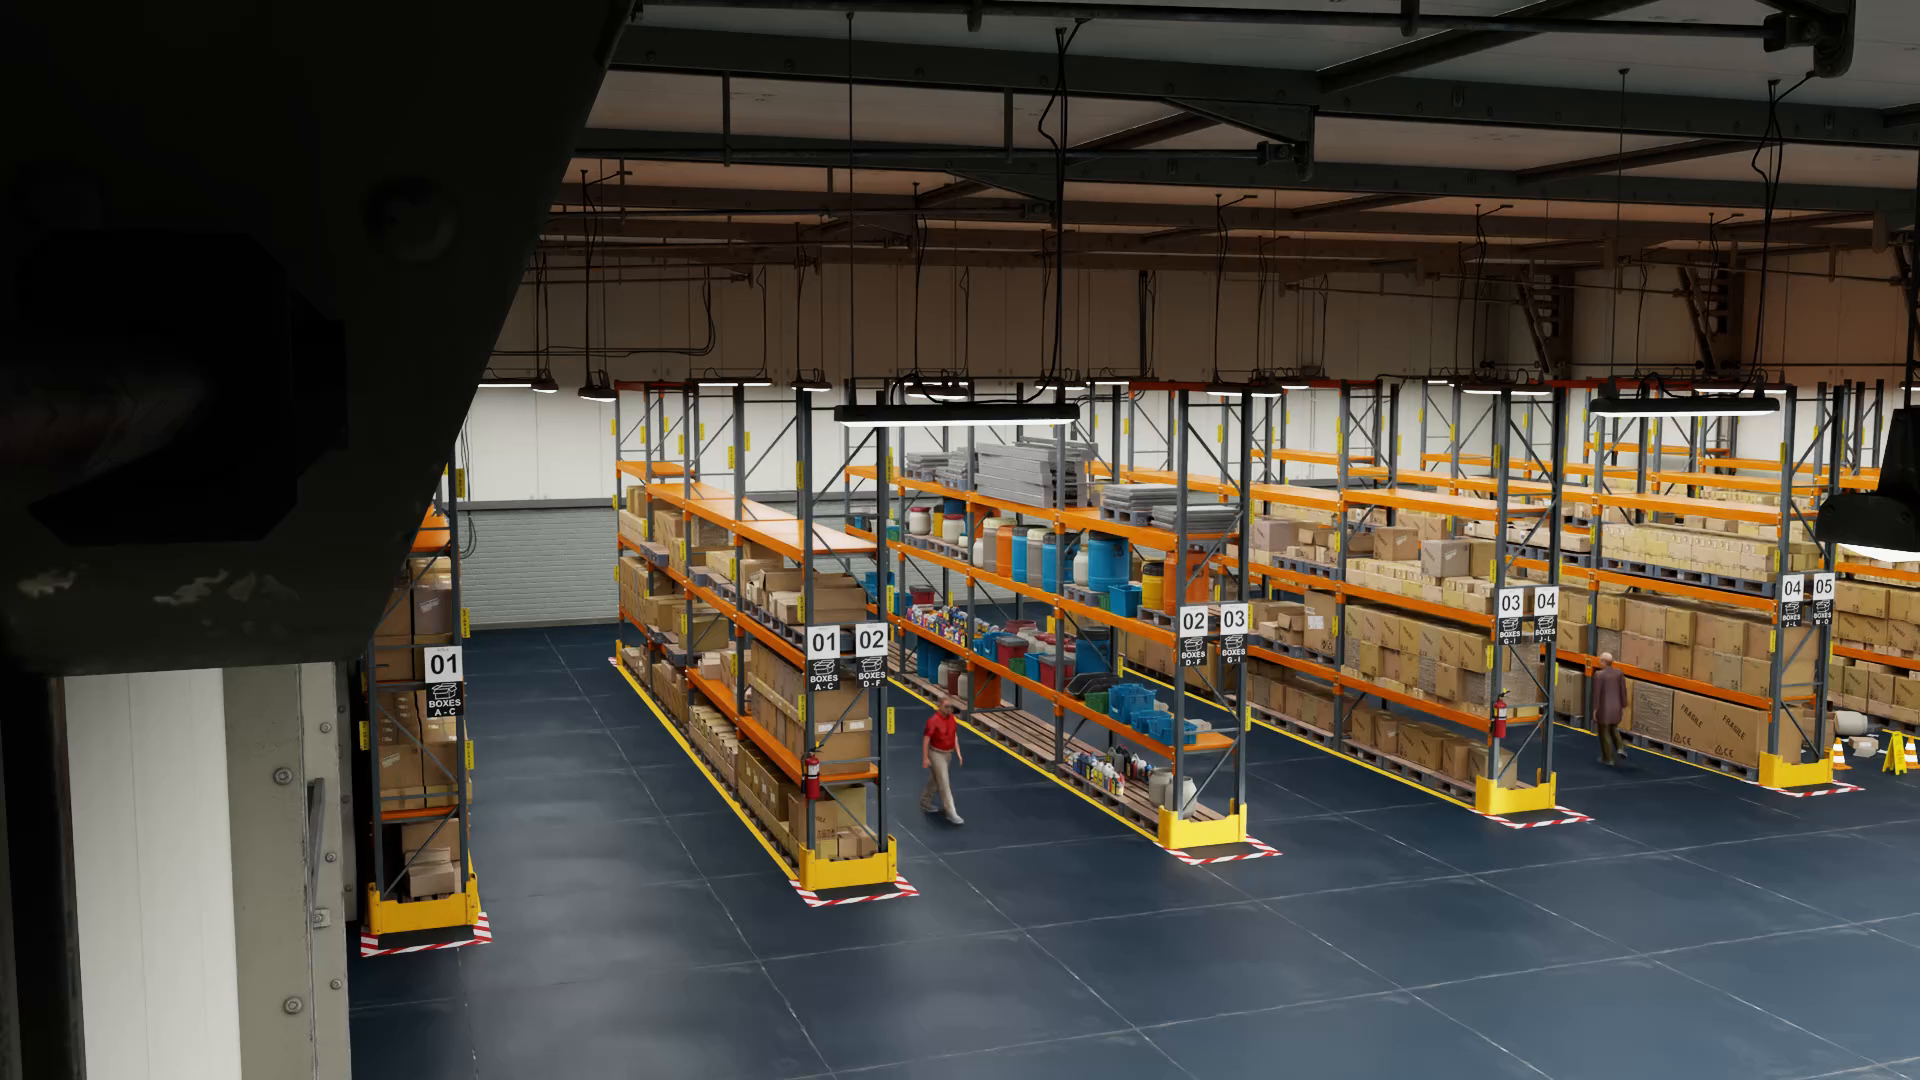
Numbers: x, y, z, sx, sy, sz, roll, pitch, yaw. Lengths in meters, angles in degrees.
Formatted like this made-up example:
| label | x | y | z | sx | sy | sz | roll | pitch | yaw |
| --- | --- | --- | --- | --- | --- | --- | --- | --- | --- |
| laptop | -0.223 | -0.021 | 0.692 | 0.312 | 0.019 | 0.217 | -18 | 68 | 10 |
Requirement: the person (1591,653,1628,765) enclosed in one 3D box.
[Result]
| label | x | y | z | sx | sy | sz | roll | pitch | yaw |
| --- | --- | --- | --- | --- | --- | --- | --- | --- | --- |
| person | 10.269 | 2.668 | 26.279 | 0.618 | 1.771 | 0.571 | -1 | 6 | -8 |

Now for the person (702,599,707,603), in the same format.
| label | x | y | z | sx | sy | sz | roll | pitch | yaw |
| --- | --- | --- | --- | --- | --- | --- | --- | --- | --- |
| person | -6.189 | 1.263 | 40.075 | 0.890 | 1.650 | 0.466 | 0 | 6 | 4 |

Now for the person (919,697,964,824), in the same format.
| label | x | y | z | sx | sy | sz | roll | pitch | yaw |
| --- | --- | --- | --- | --- | --- | --- | --- | --- | --- |
| person | -0.225 | 3.020 | 23.200 | 0.946 | 1.681 | 0.571 | 4 | 7 | 32 |
